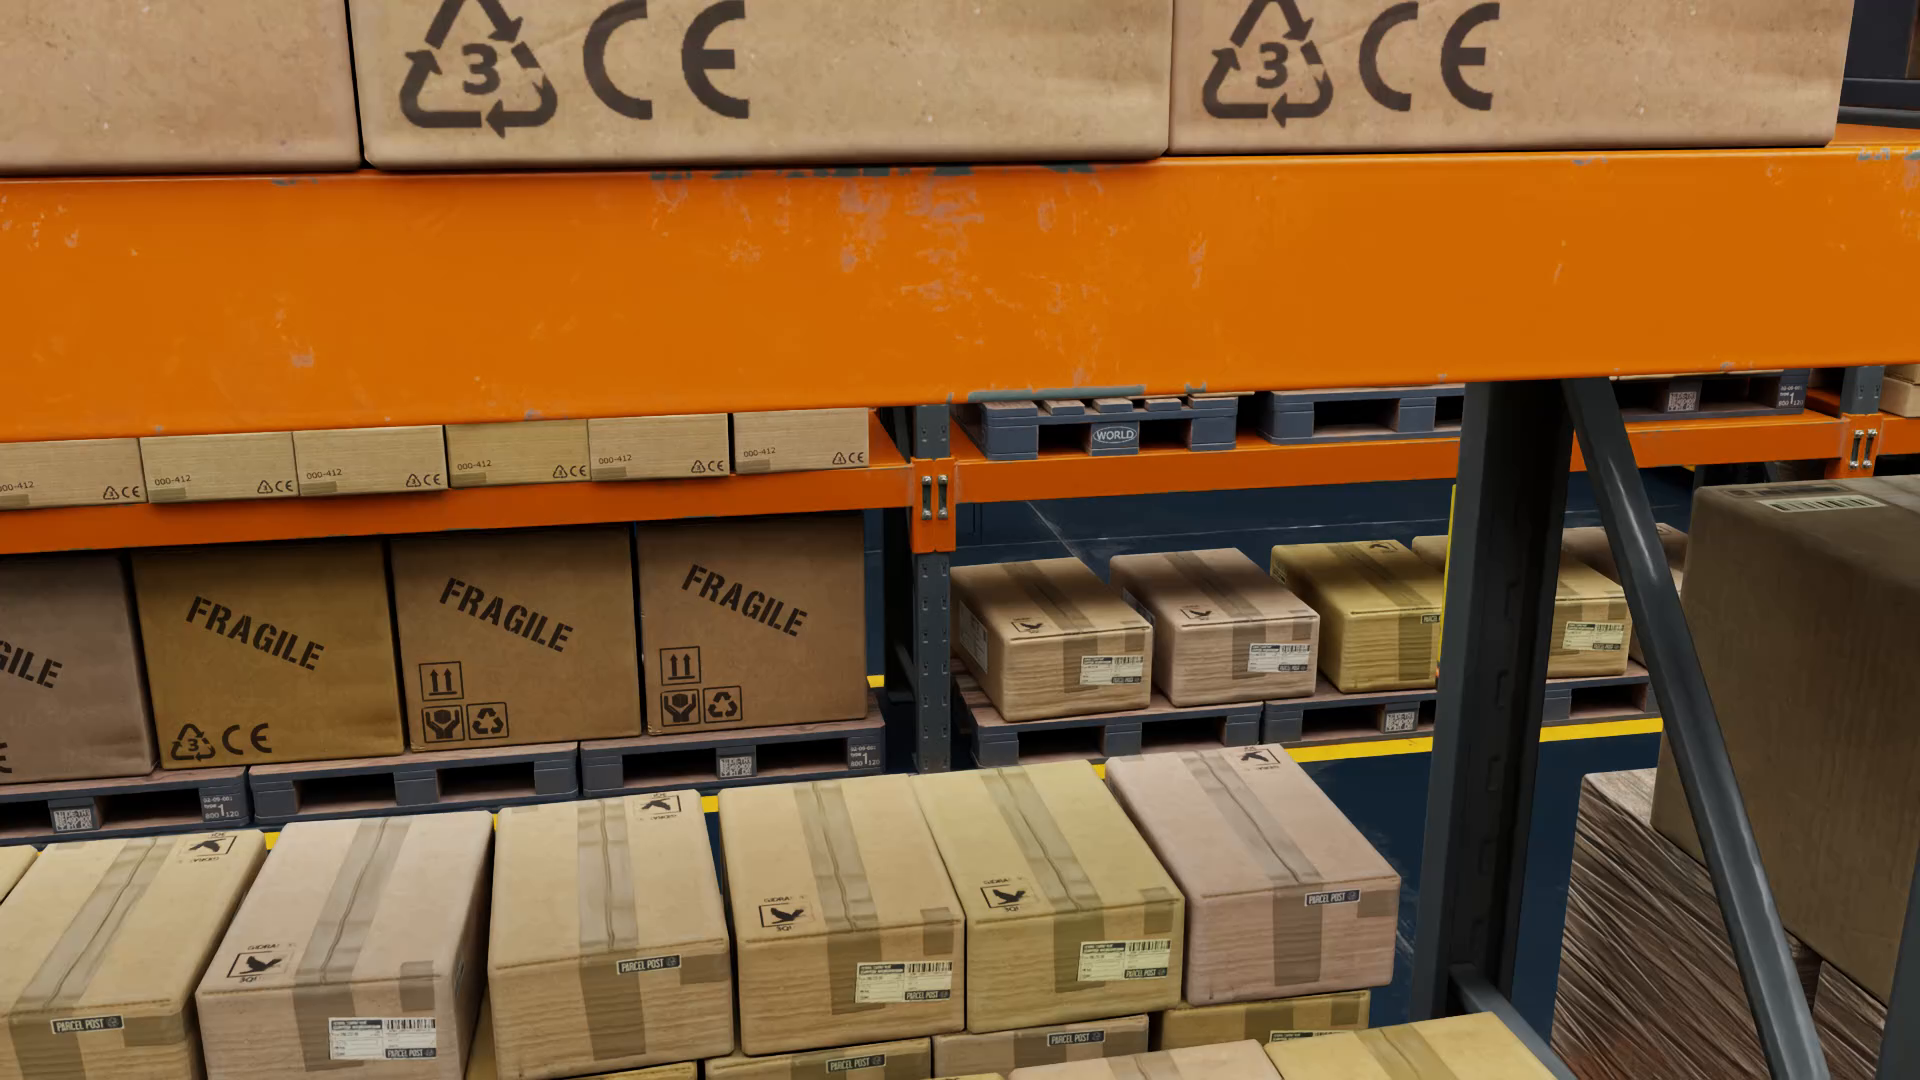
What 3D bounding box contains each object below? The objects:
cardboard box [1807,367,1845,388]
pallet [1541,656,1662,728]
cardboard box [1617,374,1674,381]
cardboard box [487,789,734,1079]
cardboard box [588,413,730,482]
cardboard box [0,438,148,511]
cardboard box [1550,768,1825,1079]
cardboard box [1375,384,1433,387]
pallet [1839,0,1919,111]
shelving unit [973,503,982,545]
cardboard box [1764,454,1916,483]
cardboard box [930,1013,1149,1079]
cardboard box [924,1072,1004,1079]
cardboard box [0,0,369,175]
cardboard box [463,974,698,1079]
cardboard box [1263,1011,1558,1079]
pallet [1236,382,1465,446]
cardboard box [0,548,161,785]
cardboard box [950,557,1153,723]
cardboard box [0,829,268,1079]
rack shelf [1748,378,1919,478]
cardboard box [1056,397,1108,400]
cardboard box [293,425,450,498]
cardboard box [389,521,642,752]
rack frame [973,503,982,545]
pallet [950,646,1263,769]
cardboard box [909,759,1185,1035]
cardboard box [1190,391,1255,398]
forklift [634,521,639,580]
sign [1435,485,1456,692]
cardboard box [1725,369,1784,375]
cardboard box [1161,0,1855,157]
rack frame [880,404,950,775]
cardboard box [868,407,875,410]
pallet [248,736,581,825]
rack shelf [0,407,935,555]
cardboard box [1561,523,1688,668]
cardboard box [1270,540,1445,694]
[{"bbox_3d":[3.992,-0.829,7.829,0.250,0.149,0.380,-3,17,-11],"label":"cardboard box"},{"bbox_3d":[2.970,0.534,7.715,1.213,0.211,1.003,-3,17,-10],"label":"pallet"},{"bbox_3d":[2.772,-0.781,6.959,0.250,0.149,0.380,-4,17,-11],"label":"cardboard box"},{"bbox_3d":[-0.411,0.449,1.942,0.250,0.149,0.380,-4,18,-13],"label":"cardboard box"},{"bbox_3d":[-1.139,-0.413,6.302,0.500,0.250,0.500,-3,17,-9],"label":"cardboard box"},{"bbox_3d":[-3.131,-0.304,5.947,0.500,0.250,0.500,-4,17,-12],"label":"cardboard box"},{"bbox_3d":[1.236,0.651,2.414,0.500,0.500,0.500,-3,17,-10],"label":"cardboard box"},{"bbox_3d":[1.757,-0.742,6.830,0.250,0.149,0.380,-3,17,-9],"label":"cardboard box"},{"bbox_3d":[1.467,-0.594,1.849,1.003,0.211,1.213,-2,17,-8],"label":"pallet"},{"bbox_3d":[0.014,-0.574,9.638,0.189,1.200,0.258,-3,17,-10],"label":"shelving unit"},{"bbox_3d":[4.264,-0.198,8.039,0.500,0.500,0.500,-3,17,-11],"label":"cardboard box"},{"bbox_3d":[0.066,0.563,2.076,0.250,0.149,0.380,-2,17,-8],"label":"cardboard box"},{"bbox_3d":[-0.054,0.623,1.373,0.250,0.149,0.380,-3,17,-9],"label":"cardboard box"},{"bbox_3d":[-0.648,-0.517,1.108,0.500,0.500,0.500,-3,17,-10],"label":"cardboard box"},{"bbox_3d":[-0.443,0.593,1.979,0.250,0.149,0.380,-3,17,-10],"label":"cardboard box"},{"bbox_3d":[0.451,0.595,1.464,0.250,0.149,0.380,-4,18,-13],"label":"cardboard box"},{"bbox_3d":[1.742,-0.651,7.148,1.213,0.211,1.003,-3,17,-10],"label":"pallet"},{"bbox_3d":[-3.527,0.360,6.435,0.875,0.875,0.875,-3,17,-9],"label":"cardboard box"},{"bbox_3d":[0.363,0.406,7.140,0.625,0.372,0.950,-4,18,-14],"label":"cardboard box"},{"bbox_3d":[-0.936,0.479,1.841,0.250,0.149,0.380,-3,17,-9],"label":"cardboard box"},{"bbox_3d":[5.698,-0.611,7.916,4.000,0.370,1.077,-3,17,-10],"label":"rack shelf"},{"bbox_3d":[0.445,-0.672,6.602,0.250,0.149,0.380,-4,18,-14],"label":"cardboard box"},{"bbox_3d":[-2.132,-0.353,6.107,0.500,0.250,0.500,-4,17,-11],"label":"cardboard box"},{"bbox_3d":[-1.764,0.258,6.768,0.875,0.875,0.875,-3,17,-10],"label":"cardboard box"},{"bbox_3d":[0.104,-0.579,9.655,0.006,1.200,0.240,-3,17,-10],"label":"rack frame"},{"bbox_3d":[0.574,0.669,7.273,1.213,0.211,1.003,-3,17,-10],"label":"pallet"},{"bbox_3d":[0.091,0.422,2.030,0.250,0.149,0.380,-4,17,-12],"label":"cardboard box"},{"bbox_3d":[0.996,-0.683,6.639,0.250,0.149,0.380,-3,17,-10],"label":"cardboard box"},{"bbox_3d":[-2.558,-1.231,8.827,3.031,2.935,1.130,-4,17,-12],"label":"forklift"},{"bbox_3d":[0.736,0.088,2.446,0.005,0.325,0.100,-3,17,-10],"label":"sign"},{"bbox_3d":[3.281,-0.816,7.071,0.250,0.149,0.380,-3,17,-10],"label":"cardboard box"},{"bbox_3d":[0.332,-0.576,1.298,0.500,0.500,0.500,-3,17,-10],"label":"cardboard box"},{"bbox_3d":[-0.193,-0.620,6.723,0.127,3.000,1.000,-3,17,-10],"label":"rack frame"},{"bbox_3d":[-0.524,-1.147,11.768,0.625,0.625,0.875,-3,17,-9],"label":"cardboard box"},{"bbox_3d":[-2.177,0.802,6.842,1.213,0.211,1.003,-3,17,-10],"label":"pallet"},{"bbox_3d":[-2.157,-0.165,6.466,4.000,0.370,1.077,-3,17,-10],"label":"rack shelf"},{"bbox_3d":[3.219,0.242,7.675,0.625,0.372,0.950,-3,17,-10],"label":"cardboard box"},{"bbox_3d":[1.832,0.322,7.414,0.625,0.372,0.950,-3,17,-9],"label":"cardboard box"}]
